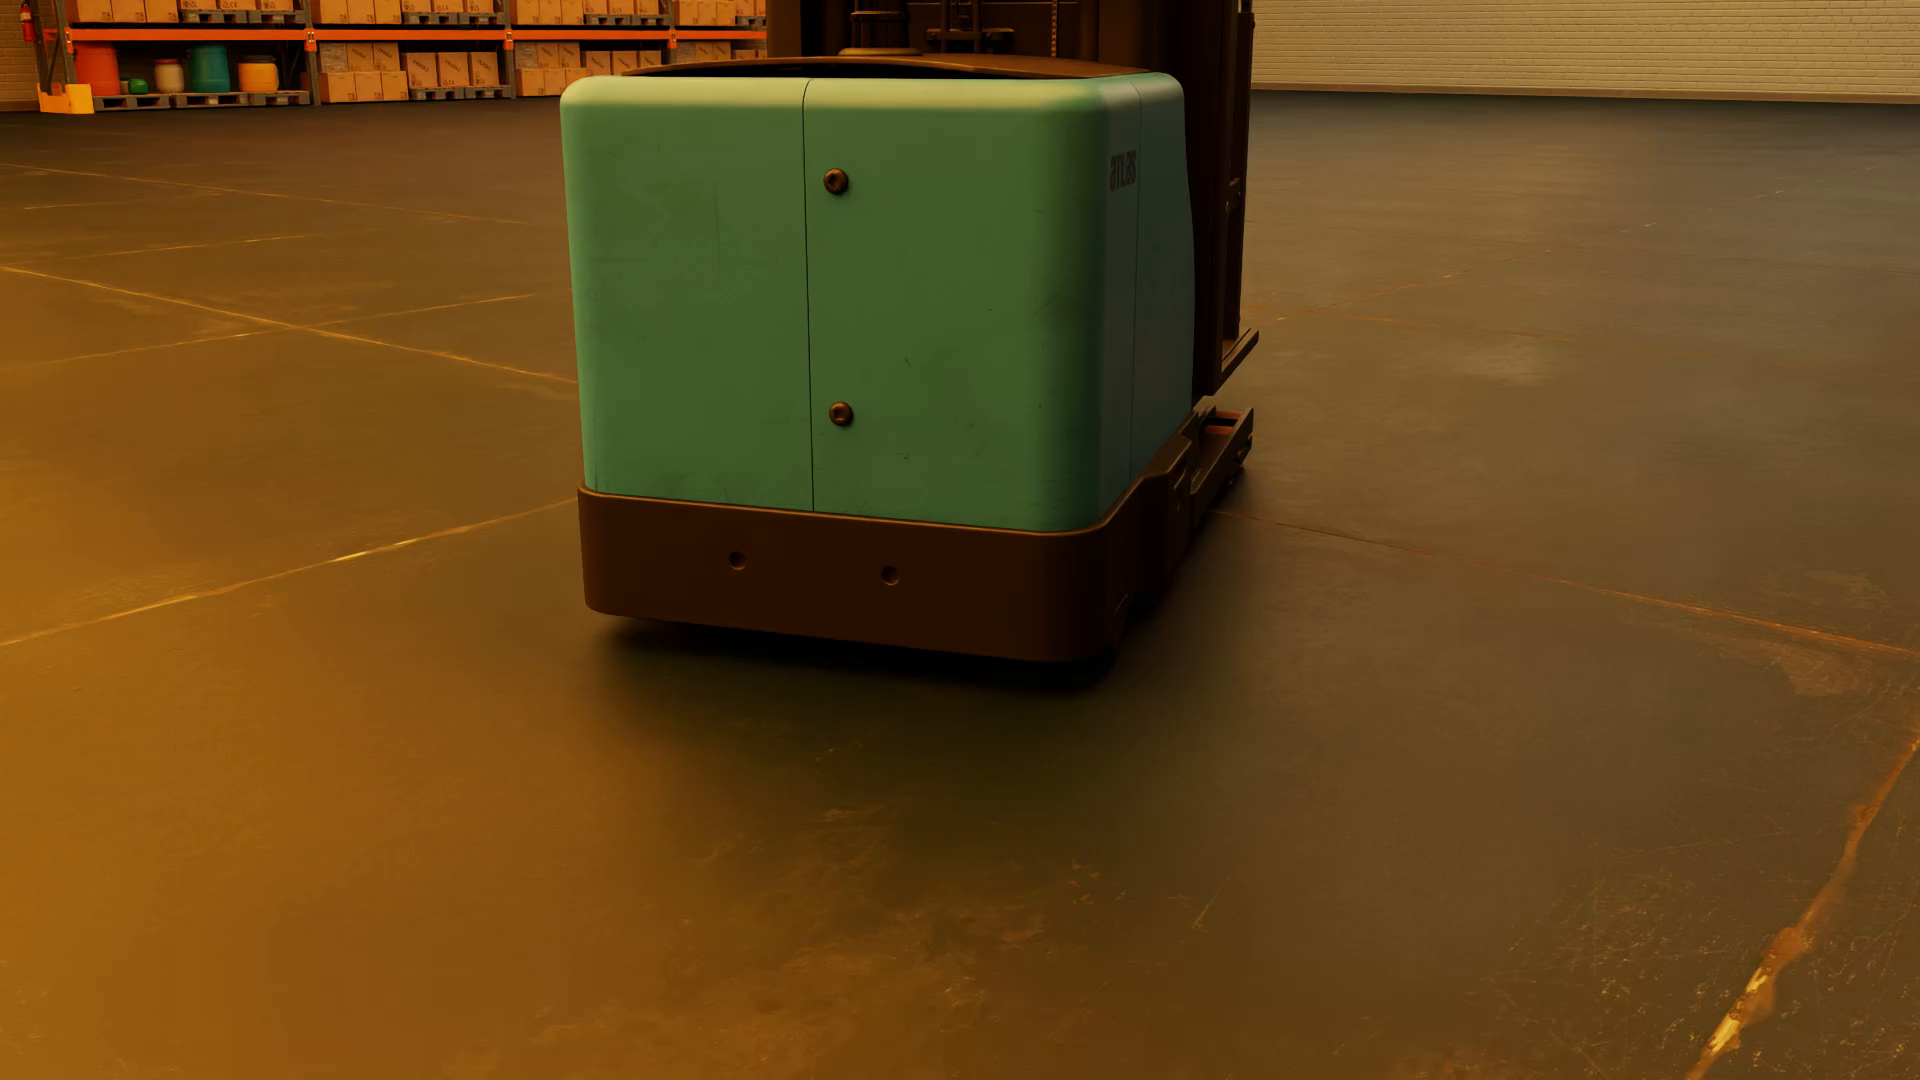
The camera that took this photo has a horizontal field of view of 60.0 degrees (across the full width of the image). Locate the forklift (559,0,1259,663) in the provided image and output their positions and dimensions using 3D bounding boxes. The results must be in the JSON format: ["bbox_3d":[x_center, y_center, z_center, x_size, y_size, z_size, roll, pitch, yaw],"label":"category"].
[{"bbox_3d":[0.182,-1.571,4.072,1.130,2.935,3.031,5,18,17],"label":"forklift"}]
